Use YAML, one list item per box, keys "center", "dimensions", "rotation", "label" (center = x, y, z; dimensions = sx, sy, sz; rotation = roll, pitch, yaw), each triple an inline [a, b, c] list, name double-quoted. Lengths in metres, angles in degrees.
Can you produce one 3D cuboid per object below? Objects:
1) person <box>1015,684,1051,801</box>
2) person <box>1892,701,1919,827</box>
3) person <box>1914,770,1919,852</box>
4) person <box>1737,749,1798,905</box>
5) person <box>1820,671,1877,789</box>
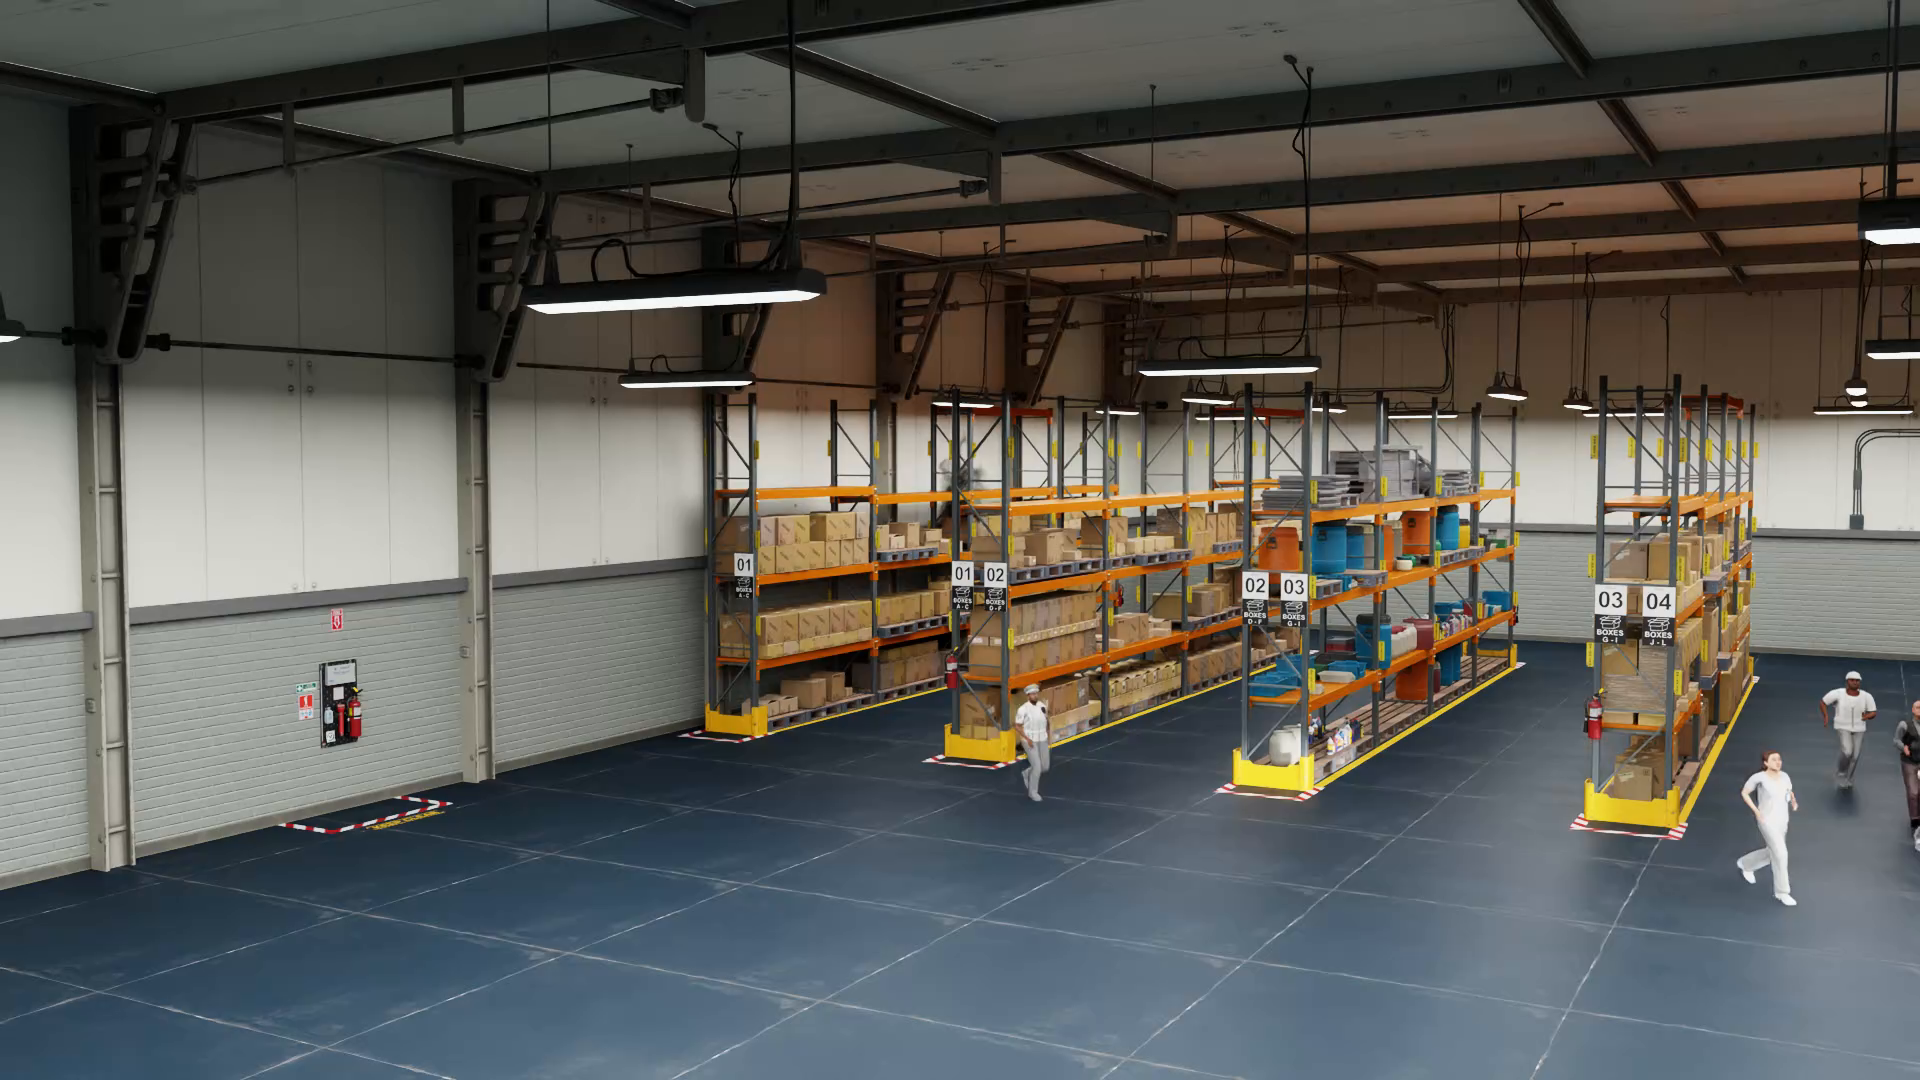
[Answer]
- center: [1.051, 2.888, 23.910]
  dimensions: [0.575, 1.672, 0.508]
  rotation: [-2, 4, -31]
  label: "person"
- center: [12.676, 2.968, 21.946]
  dimensions: [0.651, 1.675, 0.583]
  rotation: [2, 3, 26]
  label: "person"
- center: [11.883, 3.147, 20.101]
  dimensions: [0.569, 1.568, 0.642]
  rotation: [0, 3, 9]
  label: "person"
- center: [9.075, 3.169, 18.633]
  dimensions: [0.560, 1.668, 0.863]
  rotation: [-1, 3, -16]
  label: "person"
- center: [13.086, 2.796, 24.437]
  dimensions: [0.692, 1.741, 0.660]
  rotation: [1, 3, 12]
  label: "person"
